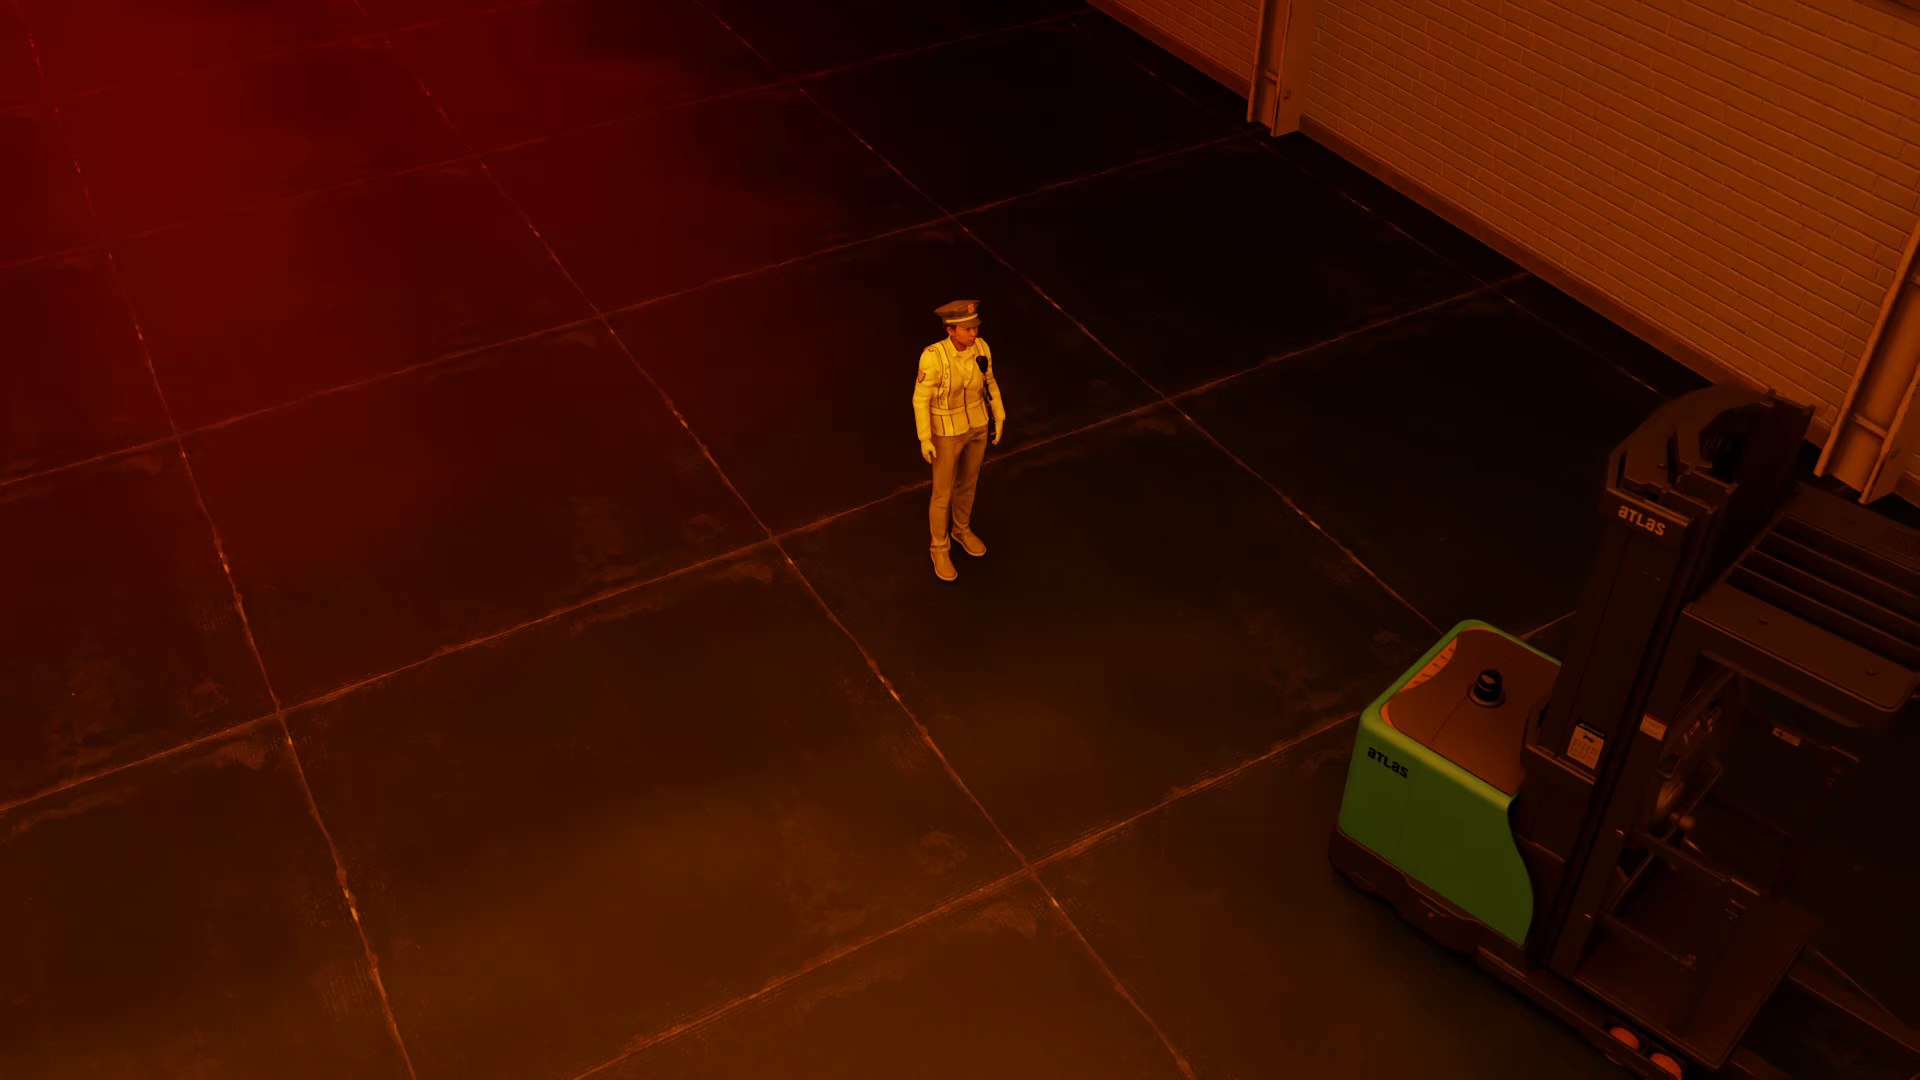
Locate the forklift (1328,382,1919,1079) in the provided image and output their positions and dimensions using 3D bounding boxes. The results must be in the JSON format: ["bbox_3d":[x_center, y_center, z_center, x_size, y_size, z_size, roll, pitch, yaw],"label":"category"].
[{"bbox_3d":[3.251,0.937,6.906,3.031,2.935,1.130,32,49,32],"label":"forklift"}]

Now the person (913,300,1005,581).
[{"bbox_3d":[0.029,-0.618,9.738,0.588,1.695,0.531,-20,44,-23],"label":"person"}]
